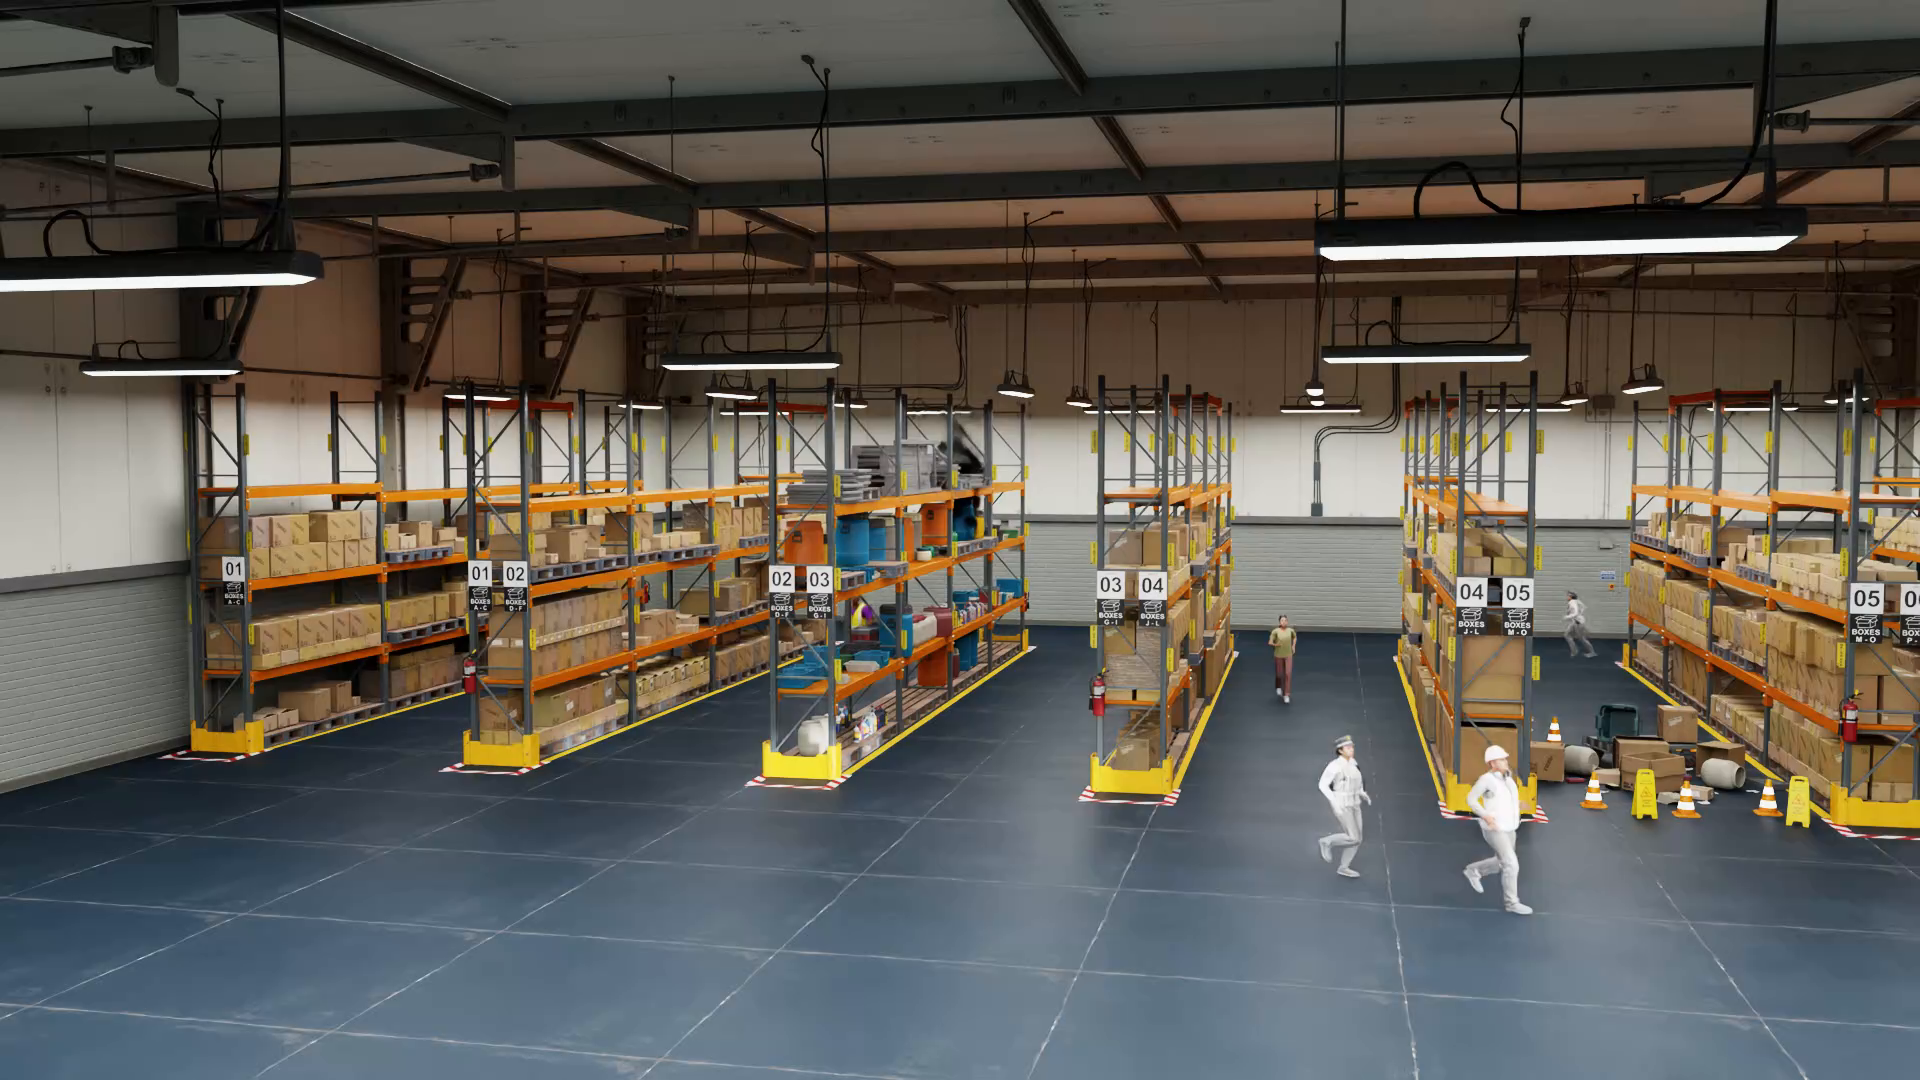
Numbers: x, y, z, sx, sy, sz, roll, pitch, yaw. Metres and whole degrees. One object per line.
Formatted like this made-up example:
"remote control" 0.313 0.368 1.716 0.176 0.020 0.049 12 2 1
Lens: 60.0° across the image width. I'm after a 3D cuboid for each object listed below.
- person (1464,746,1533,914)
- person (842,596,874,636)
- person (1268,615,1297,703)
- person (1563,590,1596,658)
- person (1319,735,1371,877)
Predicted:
"person" 5.799 3.095 17.947 0.668 1.748 0.897 -3 4 -41
"person" -2.092 1.921 33.595 0.711 1.784 0.825 1 3 15
"person" 6.302 2.288 32.432 0.577 1.659 0.955 0 3 3
"person" 14.521 1.993 38.955 0.758 1.651 0.654 1 3 21
"person" 4.484 3.078 19.342 0.631 1.646 0.544 -3 4 -39
